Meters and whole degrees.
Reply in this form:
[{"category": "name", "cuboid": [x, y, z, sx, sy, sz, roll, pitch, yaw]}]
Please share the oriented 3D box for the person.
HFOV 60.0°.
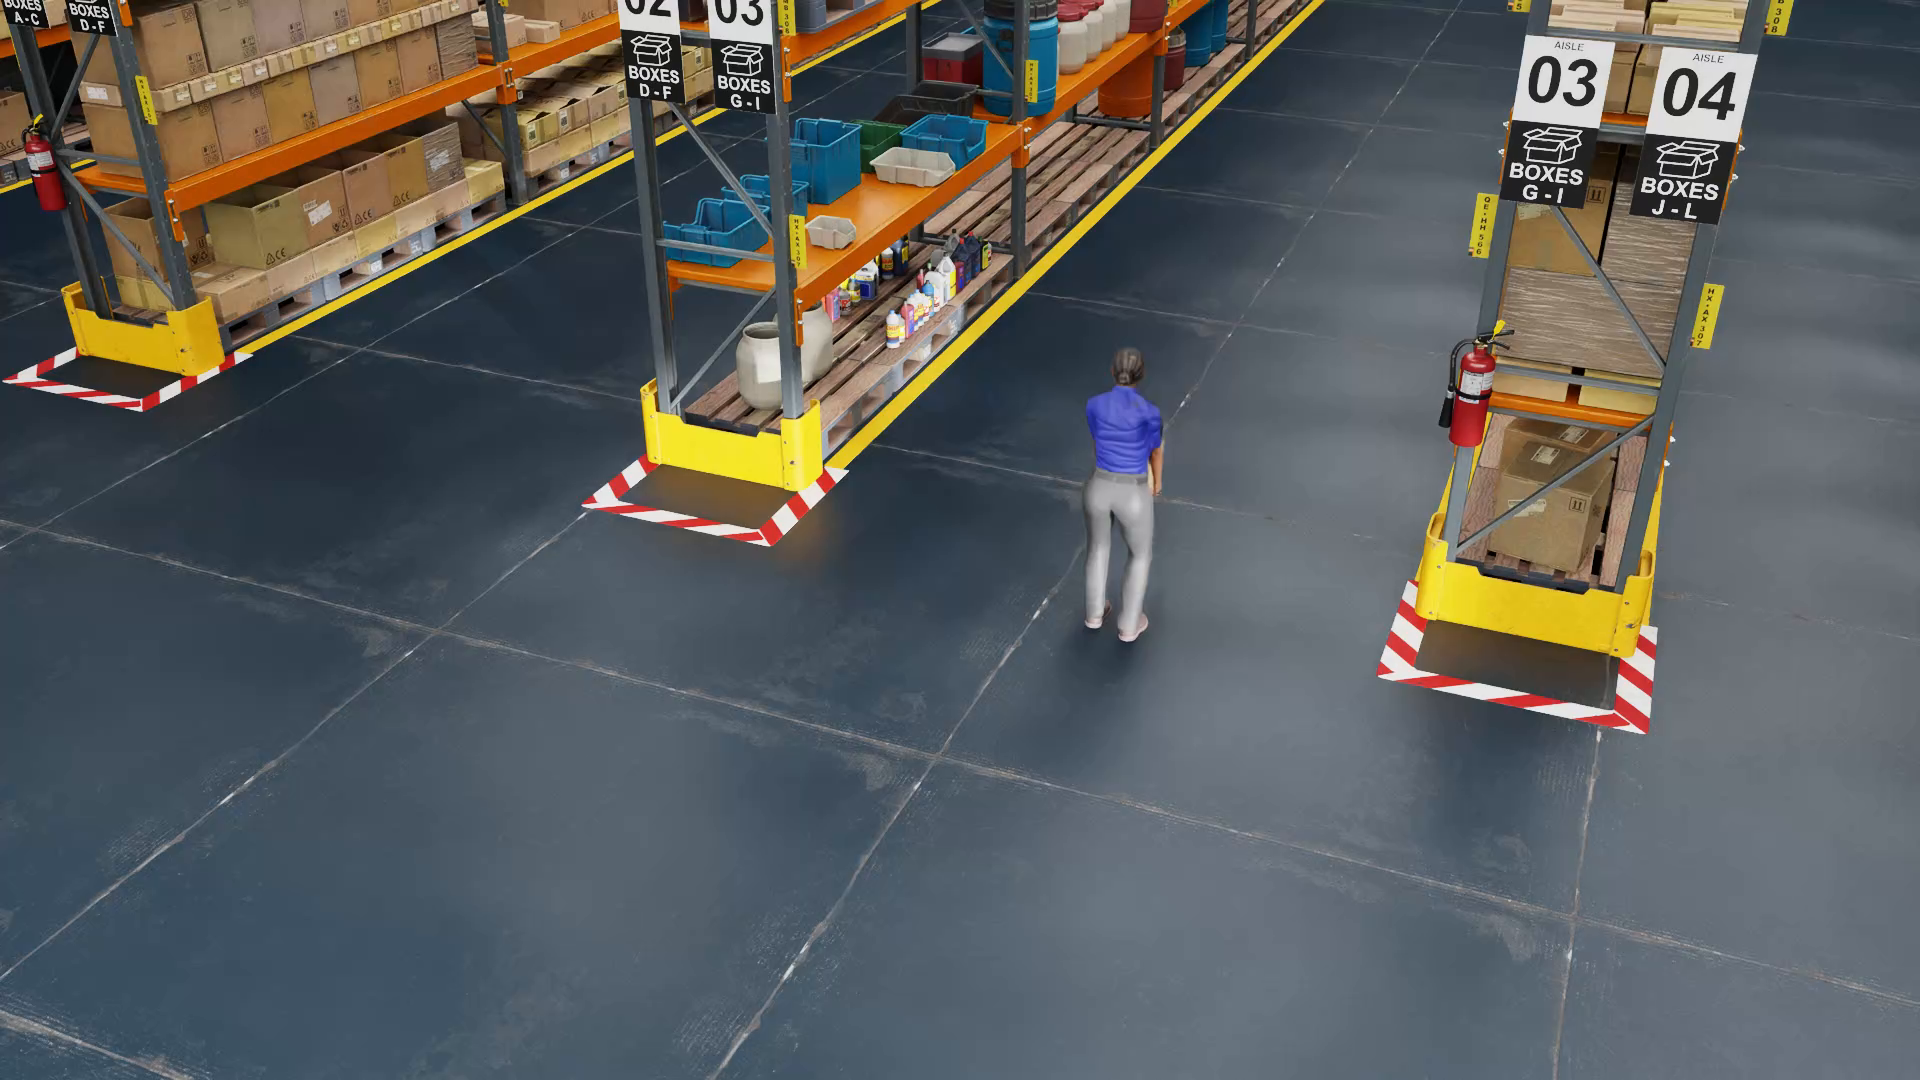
[{"category": "person", "cuboid": [0.862, -0.265, 8.890, 0.411, 1.636, 0.538, 11, 32, 18]}]
